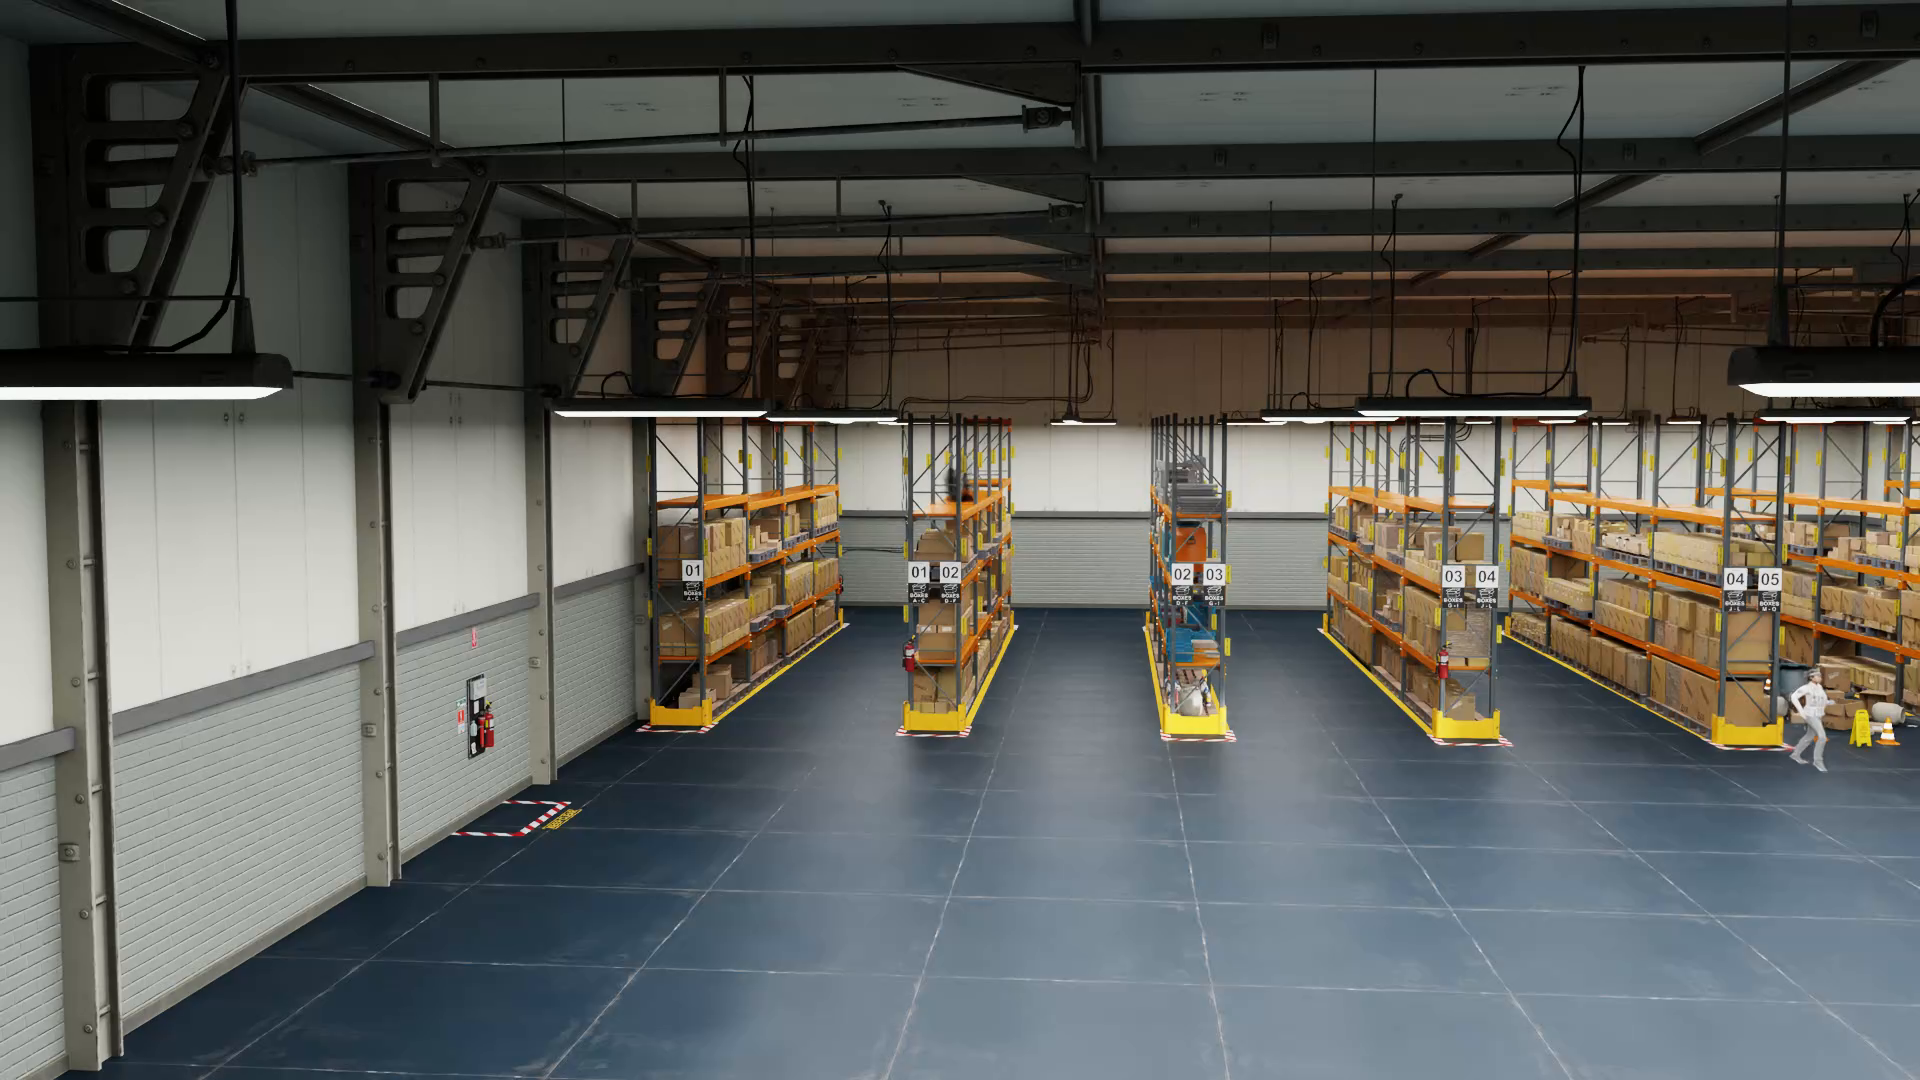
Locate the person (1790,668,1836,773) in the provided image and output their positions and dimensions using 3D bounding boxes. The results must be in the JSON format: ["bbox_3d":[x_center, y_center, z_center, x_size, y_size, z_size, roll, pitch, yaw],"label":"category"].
[{"bbox_3d":[14.296,3.002,27.860,0.580,1.753,0.730,-3,5,-37],"label":"person"}]

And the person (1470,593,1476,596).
[{"bbox_3d":[13.828,1.862,45.220,0.708,1.731,0.783,1,4,12],"label":"person"}]
